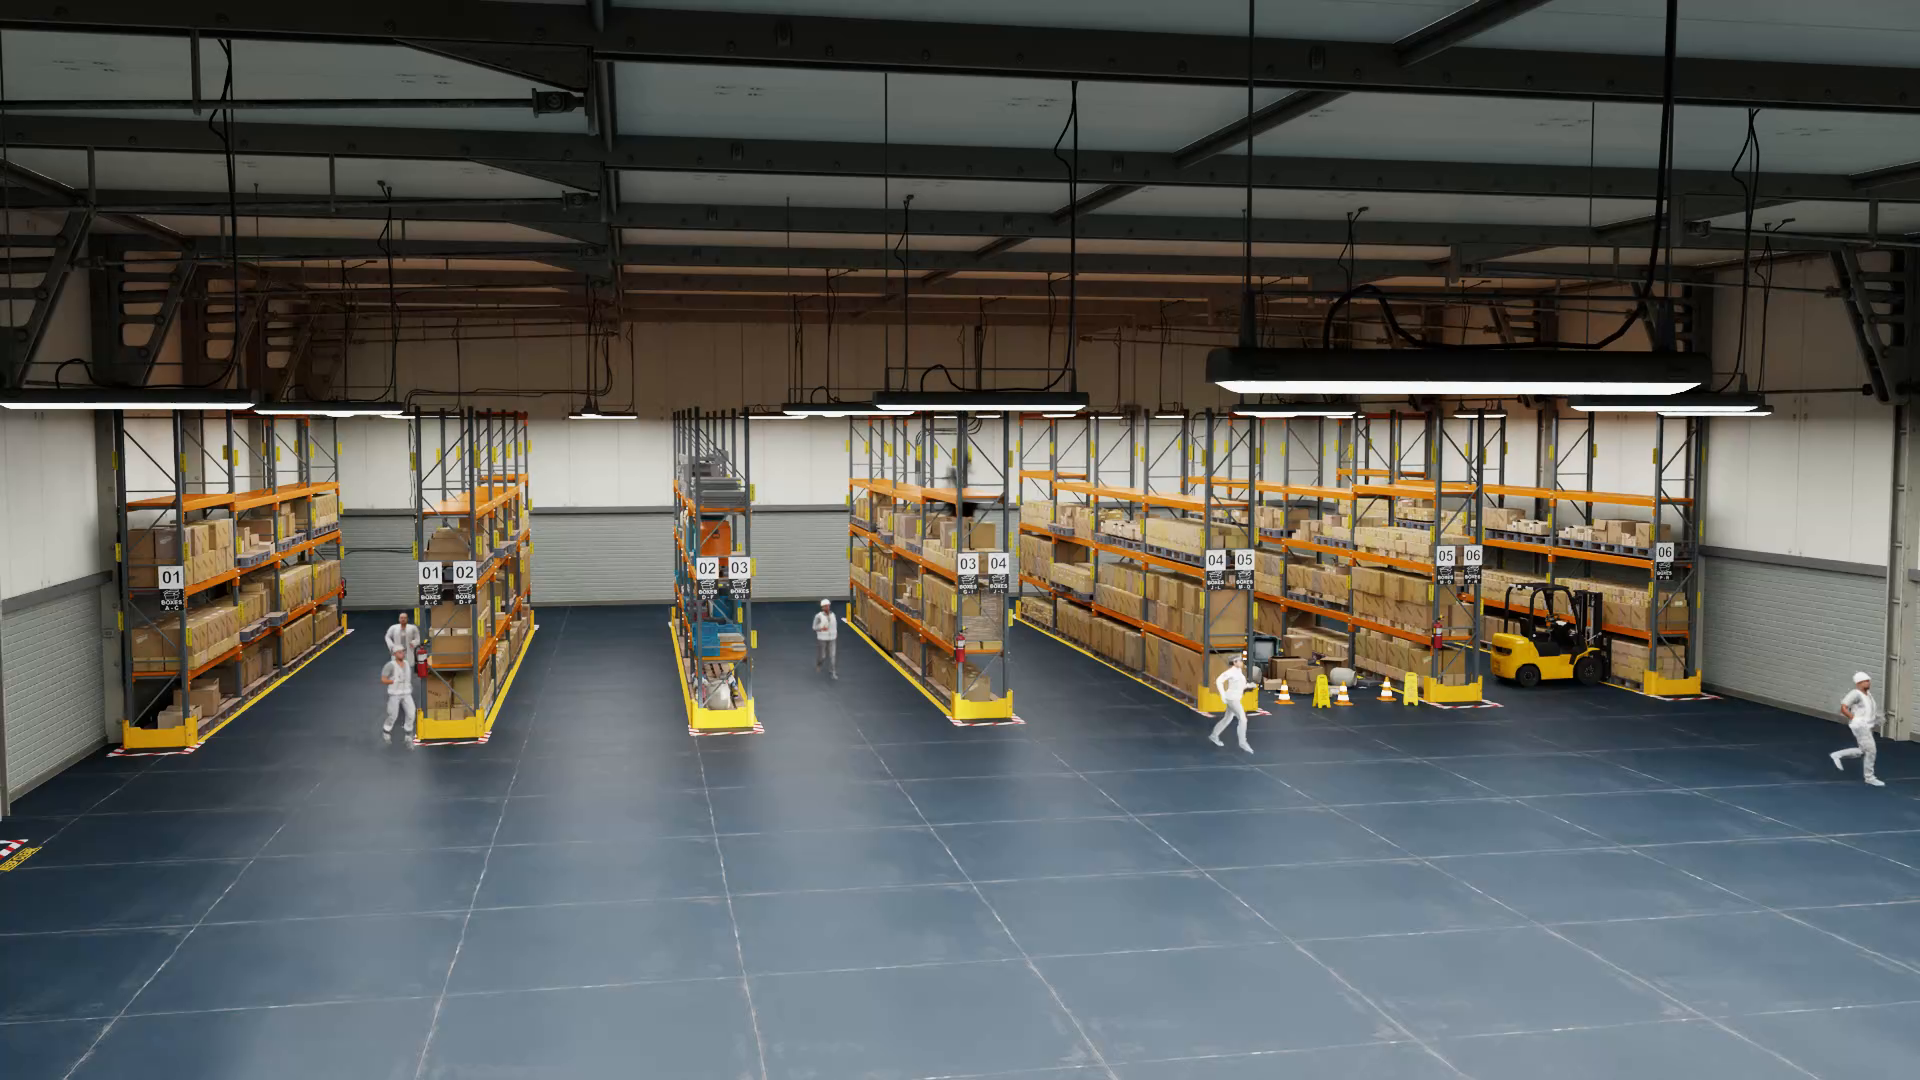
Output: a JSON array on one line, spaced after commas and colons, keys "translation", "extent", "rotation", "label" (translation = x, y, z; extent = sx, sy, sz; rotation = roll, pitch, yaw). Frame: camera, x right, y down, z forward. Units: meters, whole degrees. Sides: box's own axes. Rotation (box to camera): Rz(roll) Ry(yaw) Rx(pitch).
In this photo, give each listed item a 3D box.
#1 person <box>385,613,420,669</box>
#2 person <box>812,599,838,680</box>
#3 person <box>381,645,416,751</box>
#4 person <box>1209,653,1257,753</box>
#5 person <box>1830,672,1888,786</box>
[{"translation": [-11.569, 2.389, 34.526], "extent": [0.680, 1.750, 0.695], "rotation": [-1, 4, -19], "label": "person"}, {"translation": [-2.952, 2.185, 36.836], "extent": [0.663, 1.744, 0.990], "rotation": [-2, 5, -26], "label": "person"}, {"translation": [-9.837, 2.756, 29.129], "extent": [0.723, 1.847, 0.648], "rotation": [4, 5, 42], "label": "person"}, {"translation": [4.748, 2.813, 28.911], "extent": [0.821, 1.738, 0.580], "rotation": [2, 4, 23], "label": "person"}, {"translation": [14.253, 2.978, 26.379], "extent": [0.850, 1.769, 0.681], "rotation": [4, 6, 45], "label": "person"}]
